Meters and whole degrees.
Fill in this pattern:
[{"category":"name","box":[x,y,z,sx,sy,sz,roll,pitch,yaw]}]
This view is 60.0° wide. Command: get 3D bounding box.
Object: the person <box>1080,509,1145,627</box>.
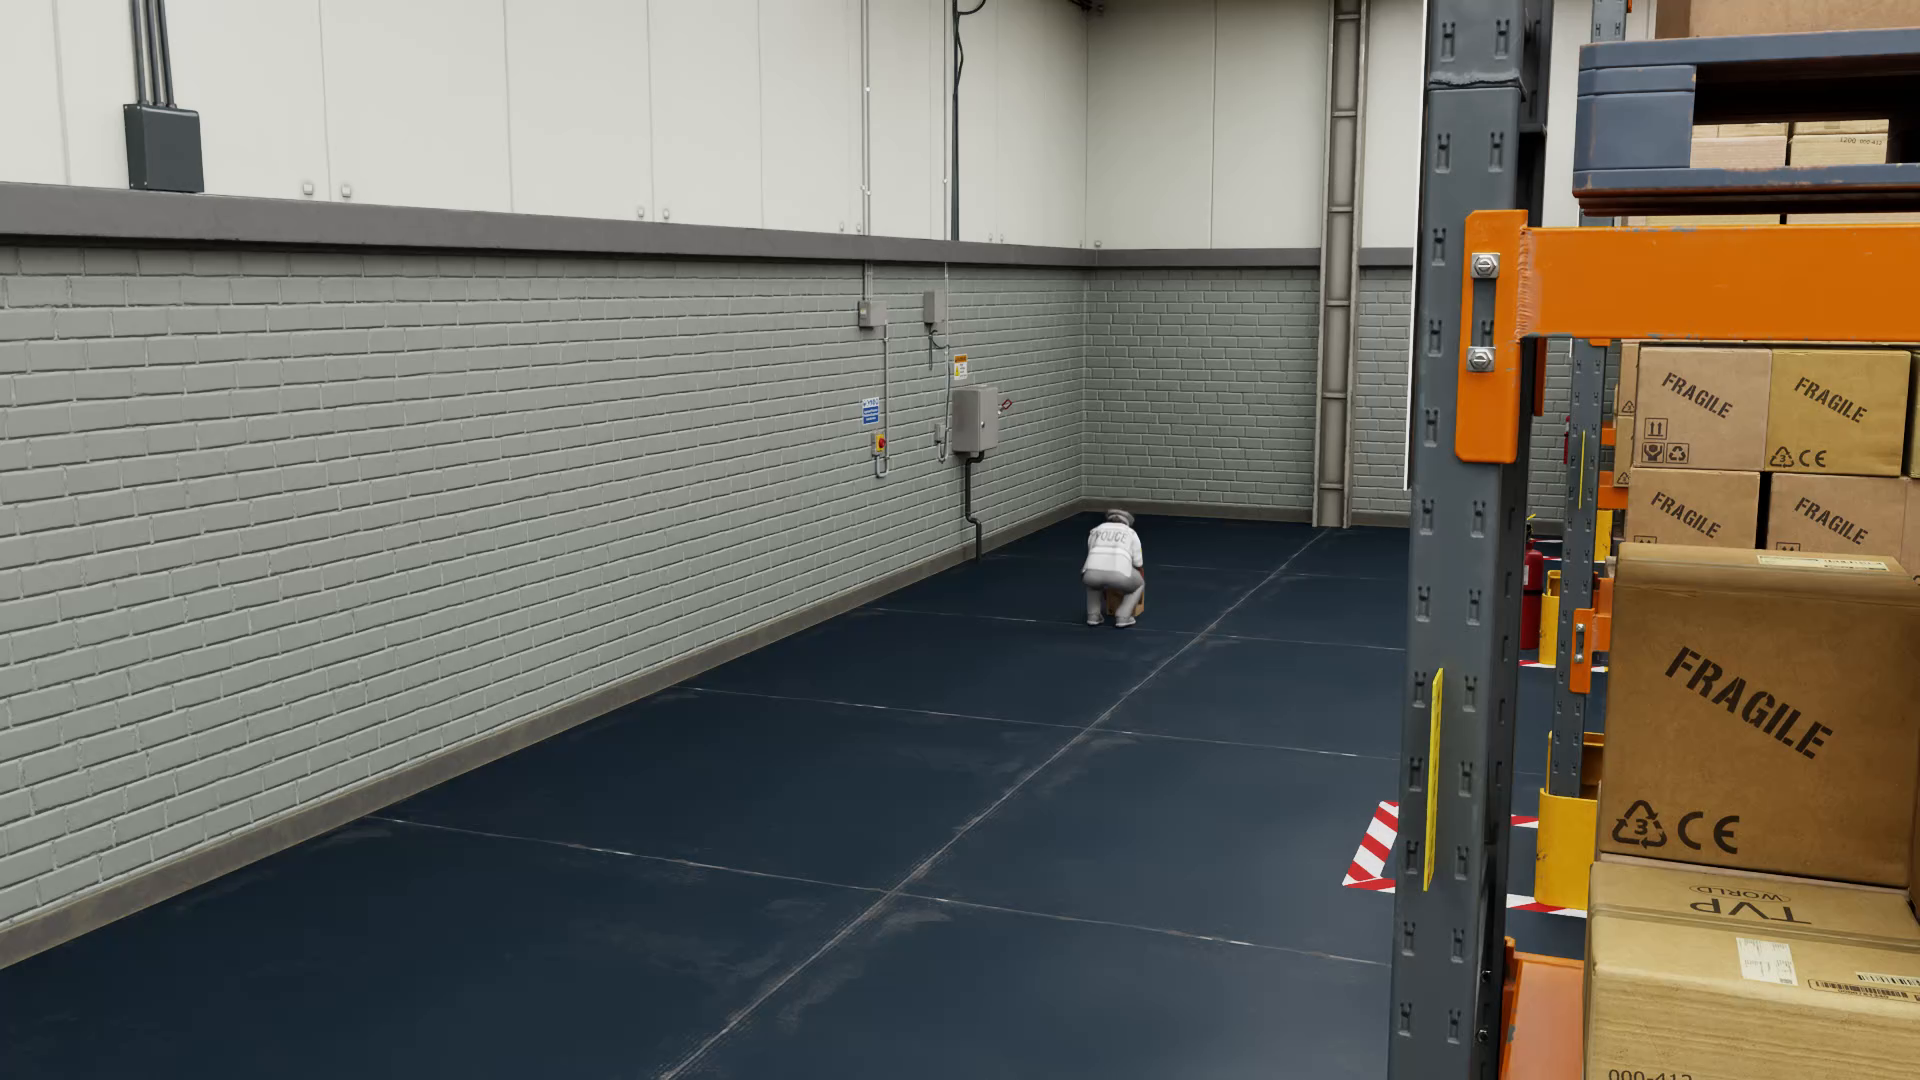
[{"category":"person","box":[1.246,0.227,13.464,0.484,0.885,0.867,3,9,21]}]
